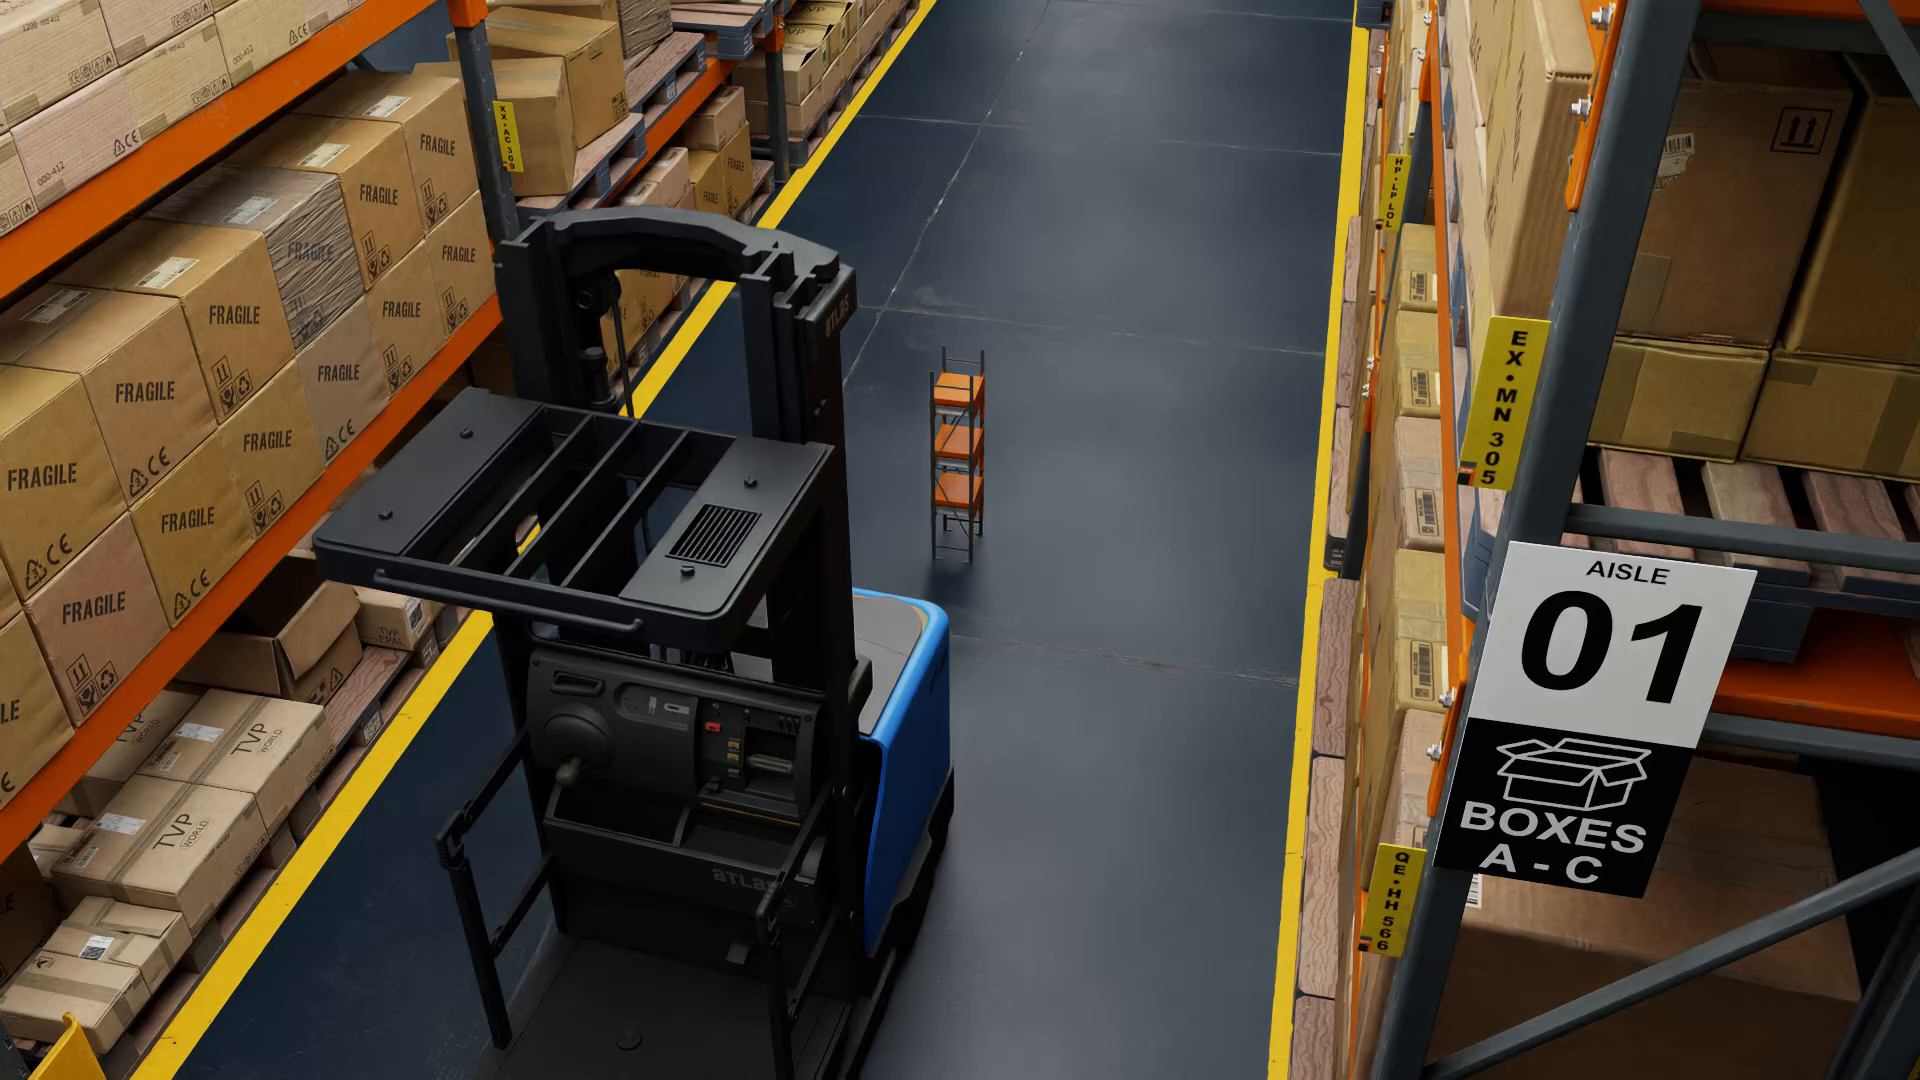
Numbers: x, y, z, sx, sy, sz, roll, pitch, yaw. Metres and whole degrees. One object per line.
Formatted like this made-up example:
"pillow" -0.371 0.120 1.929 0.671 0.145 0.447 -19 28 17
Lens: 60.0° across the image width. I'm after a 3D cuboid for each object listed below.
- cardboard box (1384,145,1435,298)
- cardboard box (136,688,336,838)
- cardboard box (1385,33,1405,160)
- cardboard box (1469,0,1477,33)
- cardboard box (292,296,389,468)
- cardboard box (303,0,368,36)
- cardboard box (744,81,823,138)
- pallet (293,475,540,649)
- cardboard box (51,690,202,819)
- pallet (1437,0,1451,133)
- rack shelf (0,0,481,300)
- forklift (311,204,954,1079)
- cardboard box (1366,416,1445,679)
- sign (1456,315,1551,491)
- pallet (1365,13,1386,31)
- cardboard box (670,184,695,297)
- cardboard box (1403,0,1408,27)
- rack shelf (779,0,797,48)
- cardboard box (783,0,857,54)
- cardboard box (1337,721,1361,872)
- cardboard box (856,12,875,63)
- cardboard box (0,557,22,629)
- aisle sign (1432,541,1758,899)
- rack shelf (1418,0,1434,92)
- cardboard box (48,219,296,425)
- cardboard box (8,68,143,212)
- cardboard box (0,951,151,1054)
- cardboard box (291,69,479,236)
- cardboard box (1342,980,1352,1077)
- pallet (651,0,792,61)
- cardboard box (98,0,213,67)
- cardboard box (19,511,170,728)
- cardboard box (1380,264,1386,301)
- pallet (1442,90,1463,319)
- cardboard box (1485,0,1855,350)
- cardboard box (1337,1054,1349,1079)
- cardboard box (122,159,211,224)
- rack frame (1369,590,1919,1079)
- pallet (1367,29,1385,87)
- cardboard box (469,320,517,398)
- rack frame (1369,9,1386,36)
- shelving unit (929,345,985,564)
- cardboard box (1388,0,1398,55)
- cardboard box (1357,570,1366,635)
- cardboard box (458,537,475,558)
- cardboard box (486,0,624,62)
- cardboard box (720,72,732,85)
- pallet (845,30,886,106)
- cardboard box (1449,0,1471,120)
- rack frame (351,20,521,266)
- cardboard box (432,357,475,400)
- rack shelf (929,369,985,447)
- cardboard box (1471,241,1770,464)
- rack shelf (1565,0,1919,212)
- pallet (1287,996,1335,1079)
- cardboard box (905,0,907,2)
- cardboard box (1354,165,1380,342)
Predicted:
"cardboard box" 2.135 -1.364 7.220 0.500 0.500 0.500 7 36 9
"cardboard box" -2.805 0.862 6.473 0.500 0.250 0.500 7 37 10
"cardboard box" 2.452 -2.231 8.417 0.500 0.500 0.500 8 37 11
"cardboard box" 1.653 -1.613 4.410 0.500 0.500 0.500 8 37 10
"cardboard box" -2.630 -0.648 6.503 0.500 0.500 0.500 8 37 11
"cardboard box" -2.519 -2.073 6.127 0.500 0.250 0.500 7 37 10
"cardboard box" -1.304 -3.130 11.998 0.500 0.250 0.500 7 37 10
"pallet" -2.705 0.006 8.062 1.003 0.211 1.213 7 37 10
"cardboard box" -3.304 0.828 6.520 0.500 0.250 0.500 7 37 10
"pallet" 2.098 -1.609 5.434 1.003 0.211 1.213 7 37 10
"rack shelf" -2.985 -1.294 5.536 1.077 0.370 4.000 7 37 10
"forklift" -0.931 0.666 4.834 1.130 2.935 3.031 10 37 13
"cardboard box" 1.844 0.125 5.265 0.980 0.700 0.700 6 36 8
"sign" 0.901 -0.222 2.757 0.100 0.325 0.005 7 37 10
"pallet" 4.100 -4.745 14.617 1.003 0.211 1.213 7 37 10
"cardboard box" -1.890 -1.812 9.950 0.500 0.500 0.500 6 36 8
"cardboard box" 2.571 -2.841 8.619 0.500 0.250 0.500 8 37 10
"rack shelf" -1.276 -4.666 12.744 1.077 0.370 4.000 7 37 10
"cardboard box" -1.089 -3.952 12.654 0.500 0.311 0.500 6 36 9
"cardboard box" 1.801 0.941 6.167 0.700 0.500 0.500 8 37 11
"cardboard box" -0.983 -4.011 13.214 0.500 0.250 0.500 8 37 11
"cardboard box" -3.059 0.110 4.606 0.500 0.500 0.500 8 37 11
"aisle sign" 1.120 0.346 3.001 0.394 0.787 0.004 7 37 10
"rack shelf" 2.710 -2.968 7.846 1.077 0.370 4.000 7 37 10
"cardboard box" -2.736 -0.769 5.817 0.500 0.500 0.500 7 37 10
"cardboard box" -2.829 -1.212 4.938 0.500 0.250 0.500 7 37 10
"cardboard box" -2.987 1.555 5.602 0.380 0.149 0.250 7 37 10
"cardboard box" -2.412 -1.640 7.020 0.500 0.500 0.500 7 37 10
"cardboard box" 1.330 1.464 4.893 0.380 0.149 0.250 7 37 9
"pallet" -1.779 -3.335 10.459 1.213 0.211 1.003 7 37 10
"cardboard box" -2.723 -1.701 5.187 0.500 0.250 0.500 7 37 10
"cardboard box" -2.954 0.218 5.308 0.500 0.500 0.500 7 37 10
"cardboard box" 2.109 -1.182 7.521 0.380 0.149 0.250 8 37 11
"pallet" 1.835 -0.912 4.472 1.003 0.211 1.213 7 37 10
"cardboard box" 1.318 -0.727 3.186 0.500 0.500 0.500 7 37 10
"cardboard box" 1.480 1.823 4.951 0.700 0.500 0.500 7 37 10
"cardboard box" -3.153 -1.137 6.326 0.500 0.500 0.500 6 36 9
"rack frame" 1.428 1.395 3.769 1.000 3.000 0.127 7 37 10
"pallet" 3.827 -3.909 13.464 1.003 0.211 1.213 7 37 10
"cardboard box" -2.216 -0.930 8.732 0.500 0.500 0.500 6 36 8
"rack frame" 3.992 -5.485 13.261 1.000 3.000 0.127 7 37 10
"shelving unit" -0.011 -0.394 7.900 0.215 1.050 0.252 7 37 10
"cardboard box" 2.783 -3.114 9.635 0.500 0.500 0.500 8 37 11
"cardboard box" 1.771 0.271 6.540 0.380 0.149 0.250 8 37 12
"cardboard box" -2.423 0.044 7.688 0.380 0.149 0.250 7 37 10
"cardboard box" -2.240 -2.748 9.043 0.700 0.500 0.500 -1 36 -2
"cardboard box" -1.832 -3.425 11.927 0.500 0.311 0.500 8 37 11
"pallet" -1.226 -3.846 13.376 1.003 0.211 1.213 7 37 10
"cardboard box" 1.652 -1.314 4.636 0.500 0.250 0.500 6 36 9
"rack frame" -2.557 -1.517 7.787 1.000 3.000 0.127 7 37 10
"cardboard box" -2.732 -1.002 8.831 0.500 0.500 0.500 7 37 10
"rack shelf" -0.011 -0.616 7.739 0.215 0.259 0.240 7 37 10
"cardboard box" 1.326 -0.422 3.406 0.500 0.250 0.500 8 37 11
"rack shelf" 1.856 -1.728 3.919 1.077 0.370 4.000 7 37 10
"pallet" 1.523 2.056 5.234 1.003 0.211 1.213 7 37 10
"cardboard box" -0.654 -4.886 14.421 0.500 0.250 0.500 7 37 10
"cardboard box" 2.659 -1.584 9.354 0.750 0.750 0.750 7 37 10
